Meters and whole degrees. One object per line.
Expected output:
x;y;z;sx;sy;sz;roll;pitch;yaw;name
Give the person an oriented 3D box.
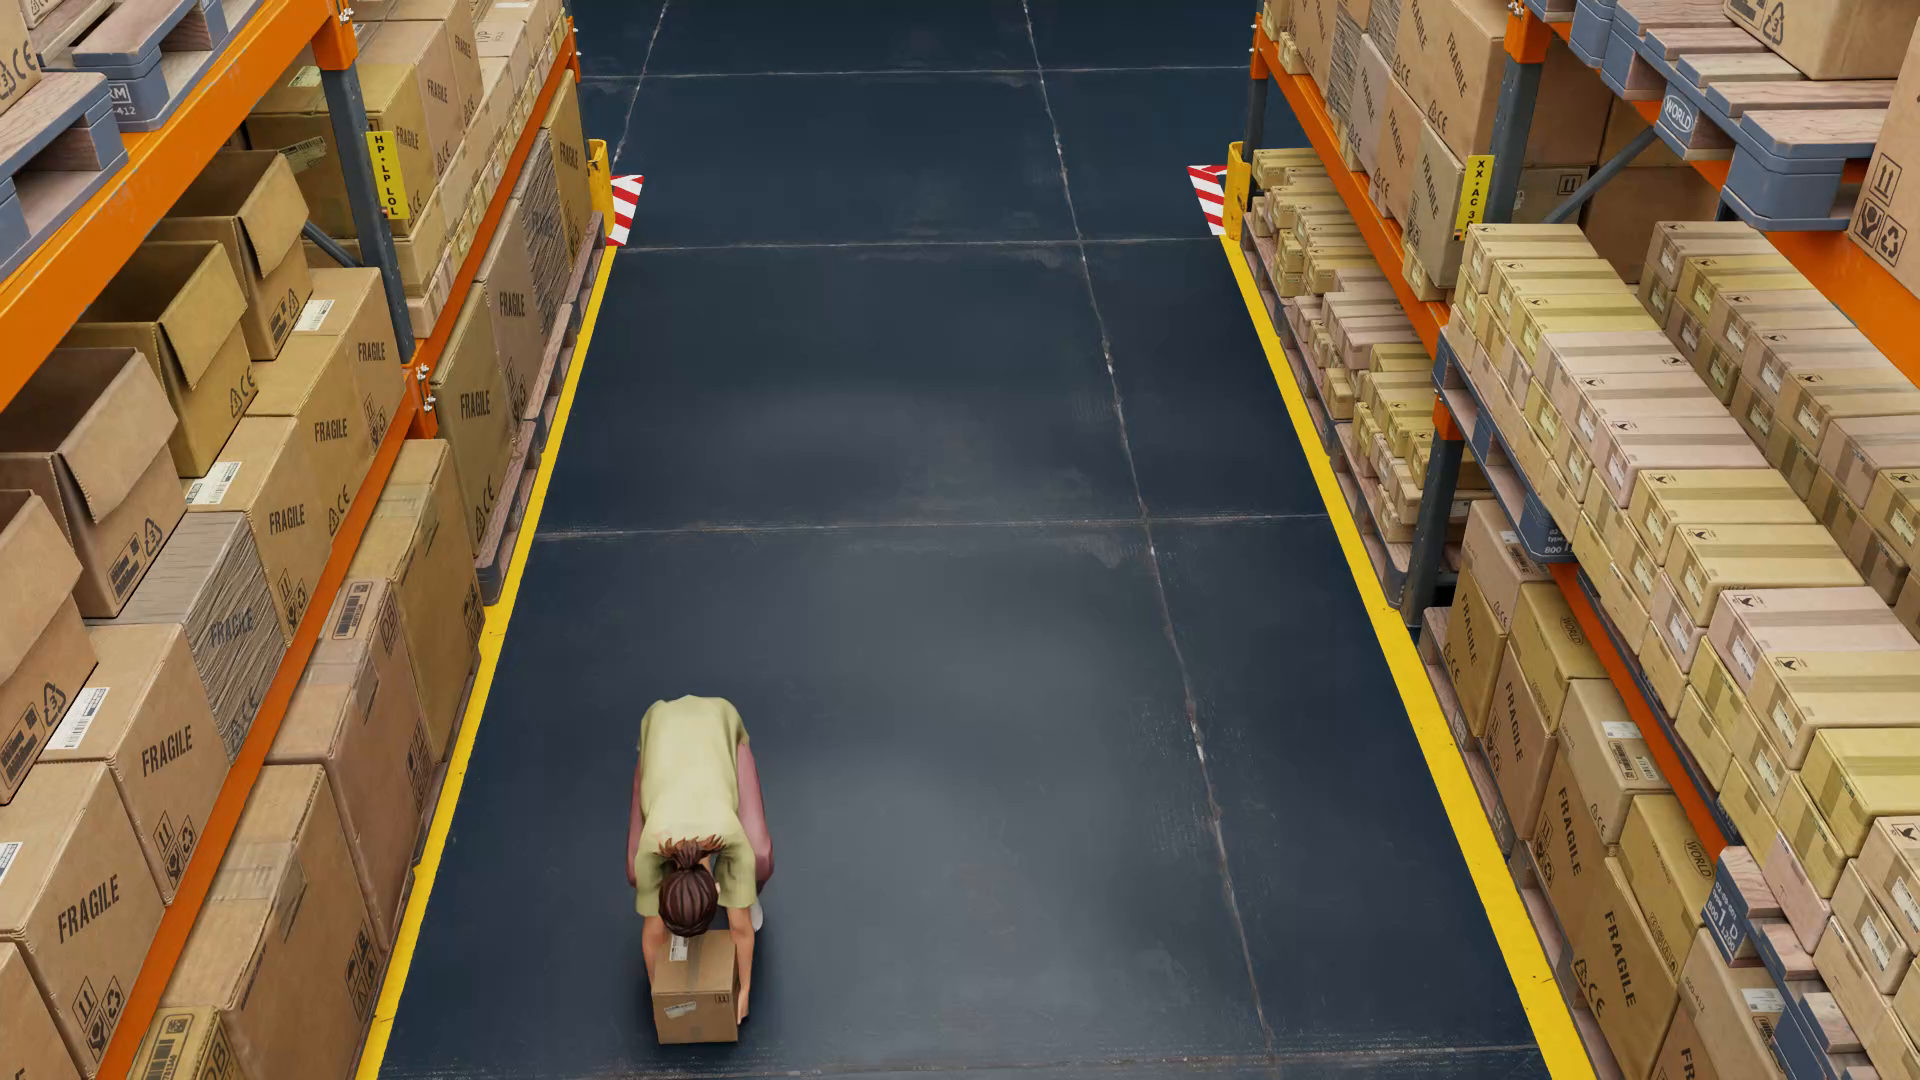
-0.848;1.051;5.438;0.477;0.790;0.853;-3;35;-4;person
